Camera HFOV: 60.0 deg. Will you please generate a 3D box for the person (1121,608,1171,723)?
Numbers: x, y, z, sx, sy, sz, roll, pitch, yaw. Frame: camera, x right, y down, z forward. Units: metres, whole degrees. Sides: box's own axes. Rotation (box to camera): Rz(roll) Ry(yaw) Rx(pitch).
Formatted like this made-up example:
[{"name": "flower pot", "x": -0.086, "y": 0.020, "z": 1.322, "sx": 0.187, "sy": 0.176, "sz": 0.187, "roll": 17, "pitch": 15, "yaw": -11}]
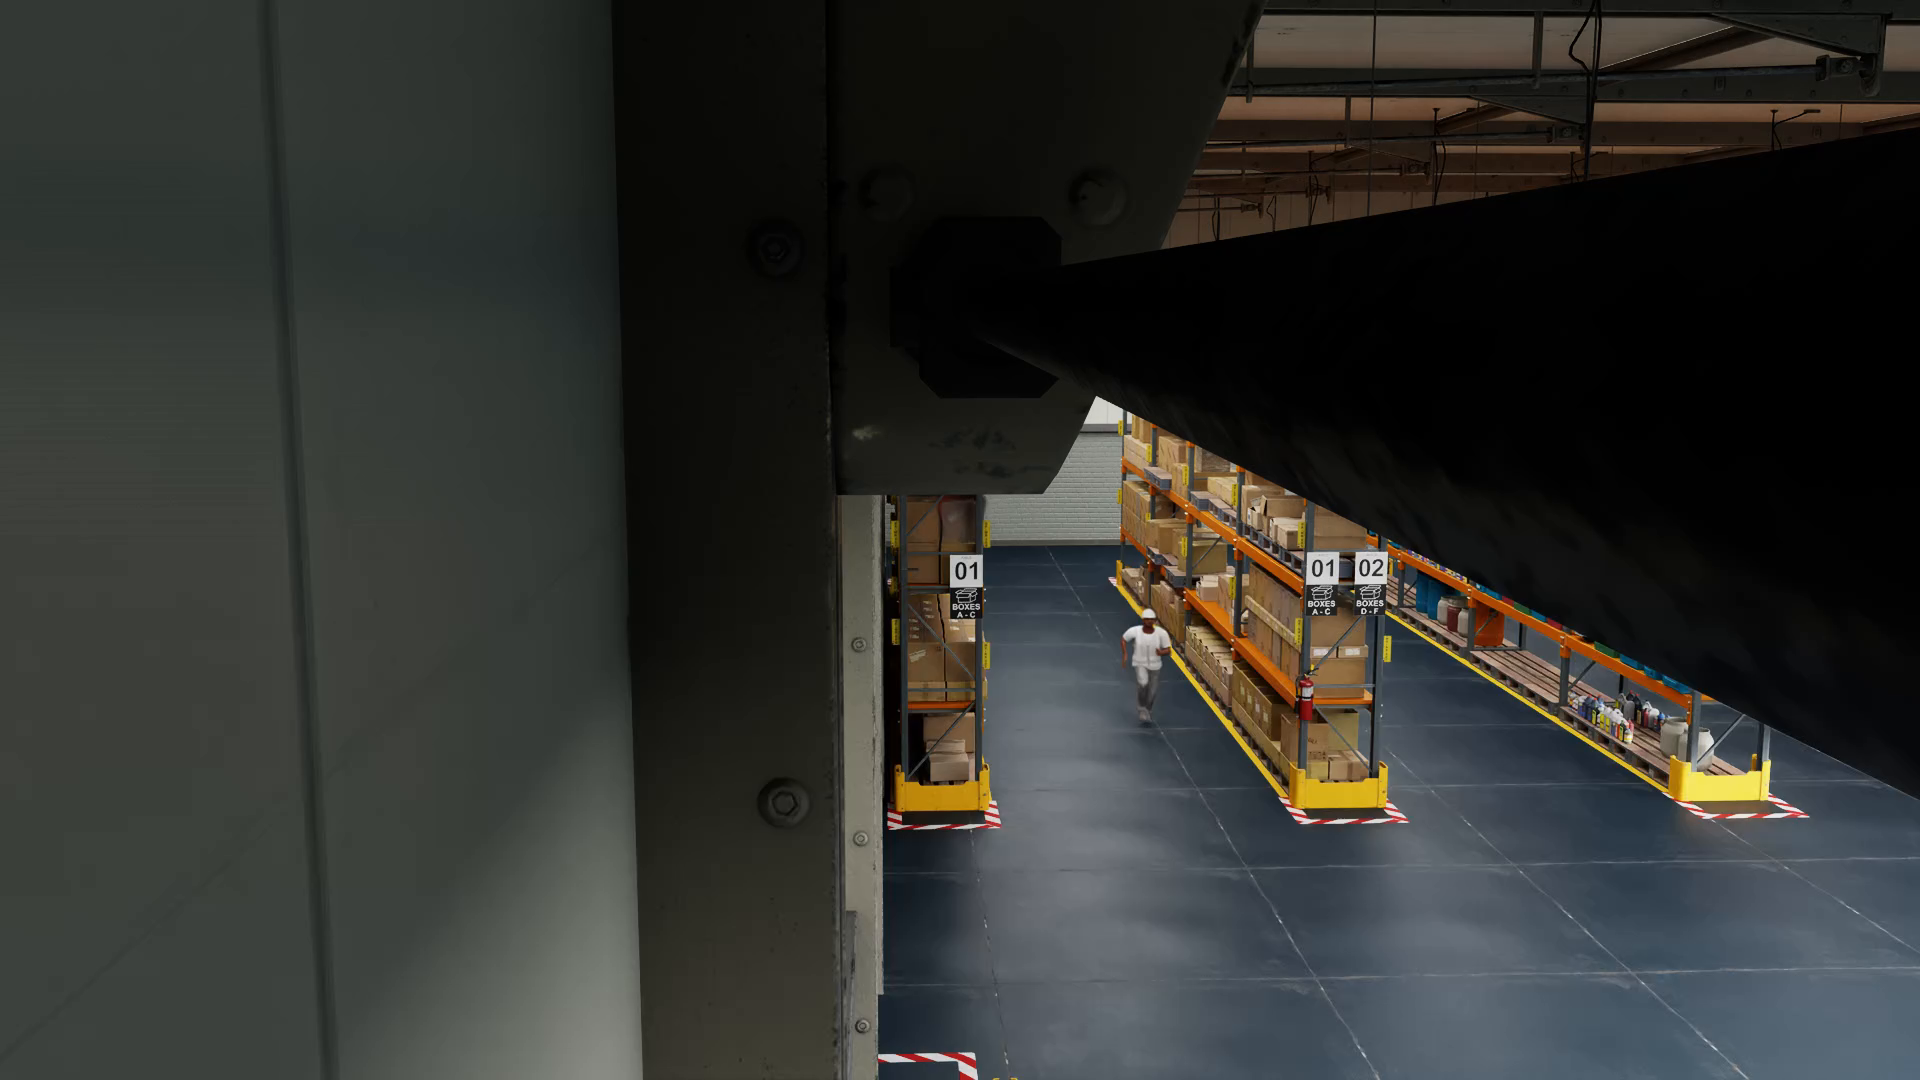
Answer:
[{"name": "person", "x": 2.722, "y": 1.850, "z": 24.197, "sx": 0.686, "sy": 1.739, "sz": 0.885, "roll": -1, "pitch": 8, "yaw": -5}]
